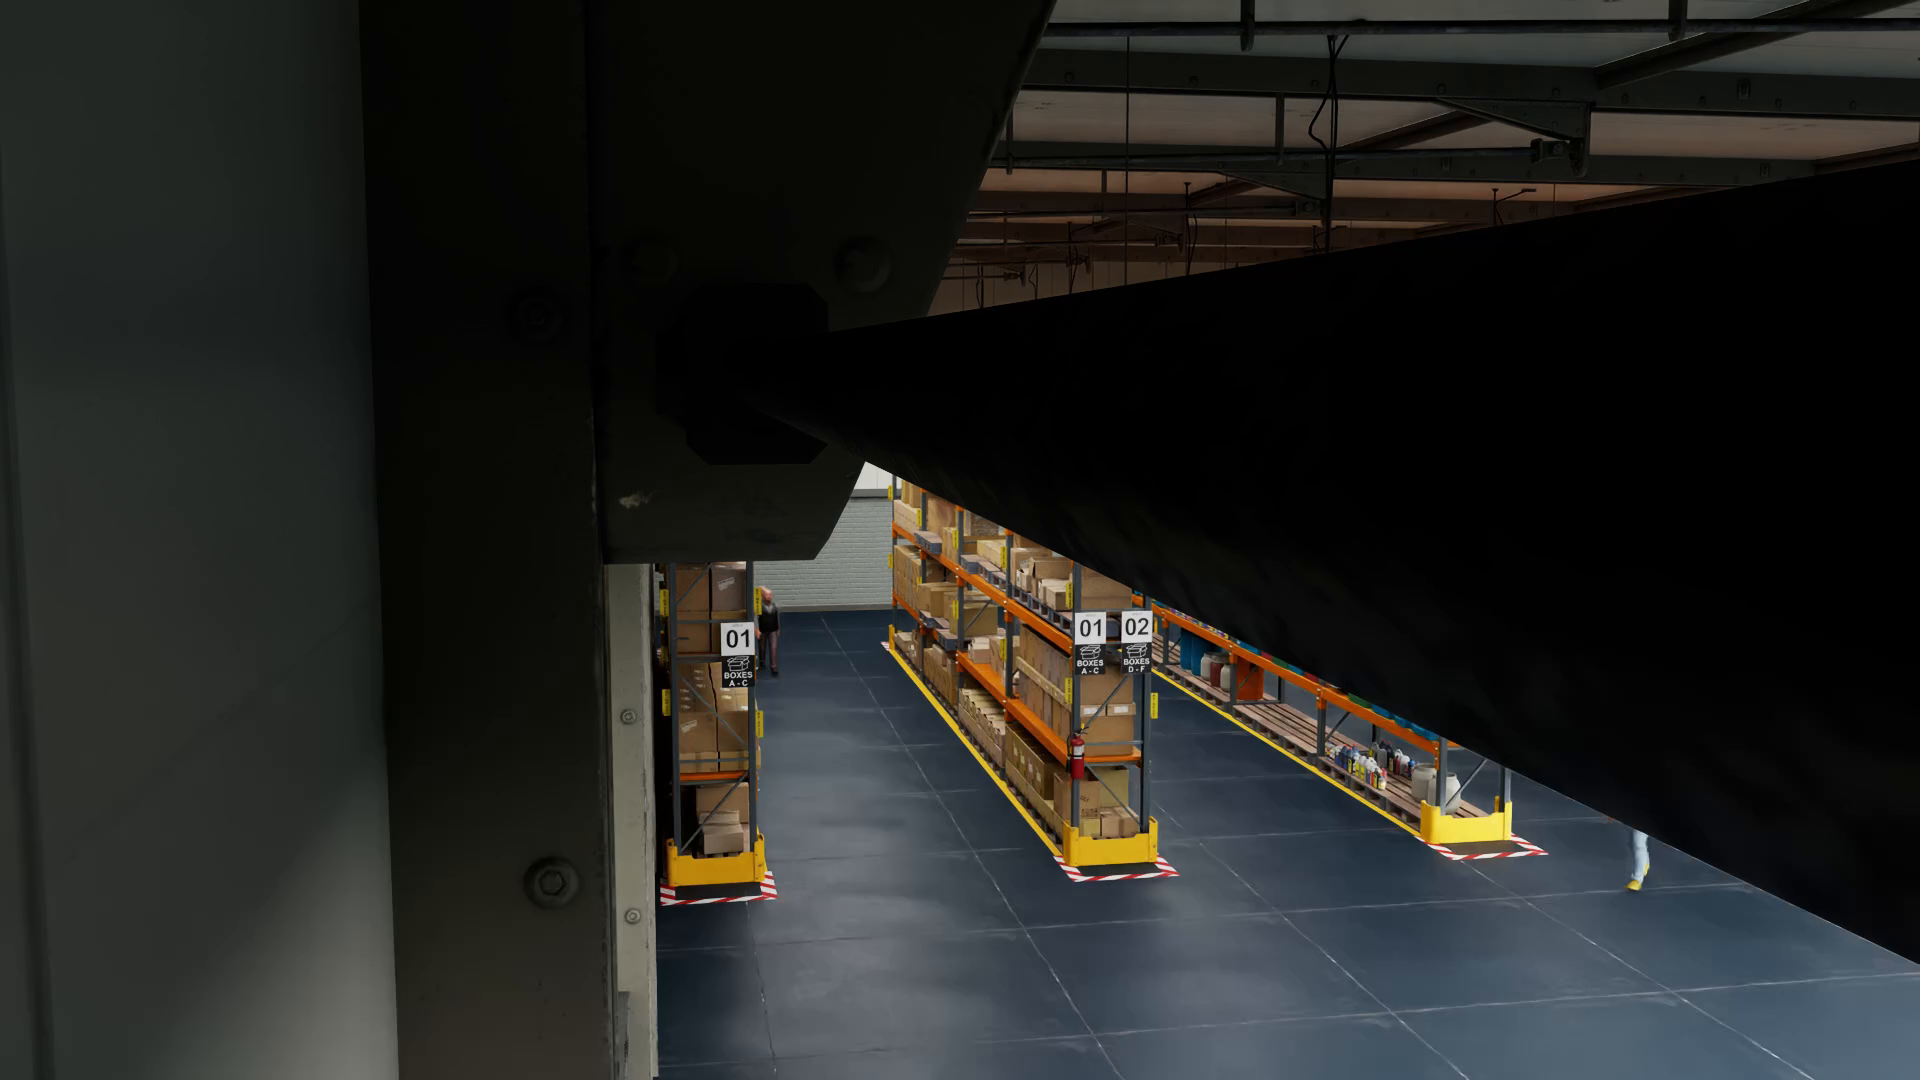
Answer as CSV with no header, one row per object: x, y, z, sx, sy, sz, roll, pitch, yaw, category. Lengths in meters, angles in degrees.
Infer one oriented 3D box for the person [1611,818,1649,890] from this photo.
8.209,3.290,20.100,0.823,1.754,0.563,-4,8,-35,person

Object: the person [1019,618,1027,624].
1.499,1.747,34.926,0.702,1.640,0.730,0,6,-2,person

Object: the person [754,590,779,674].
-3.922,1.851,33.748,0.549,1.667,1.084,-2,6,-14,person
